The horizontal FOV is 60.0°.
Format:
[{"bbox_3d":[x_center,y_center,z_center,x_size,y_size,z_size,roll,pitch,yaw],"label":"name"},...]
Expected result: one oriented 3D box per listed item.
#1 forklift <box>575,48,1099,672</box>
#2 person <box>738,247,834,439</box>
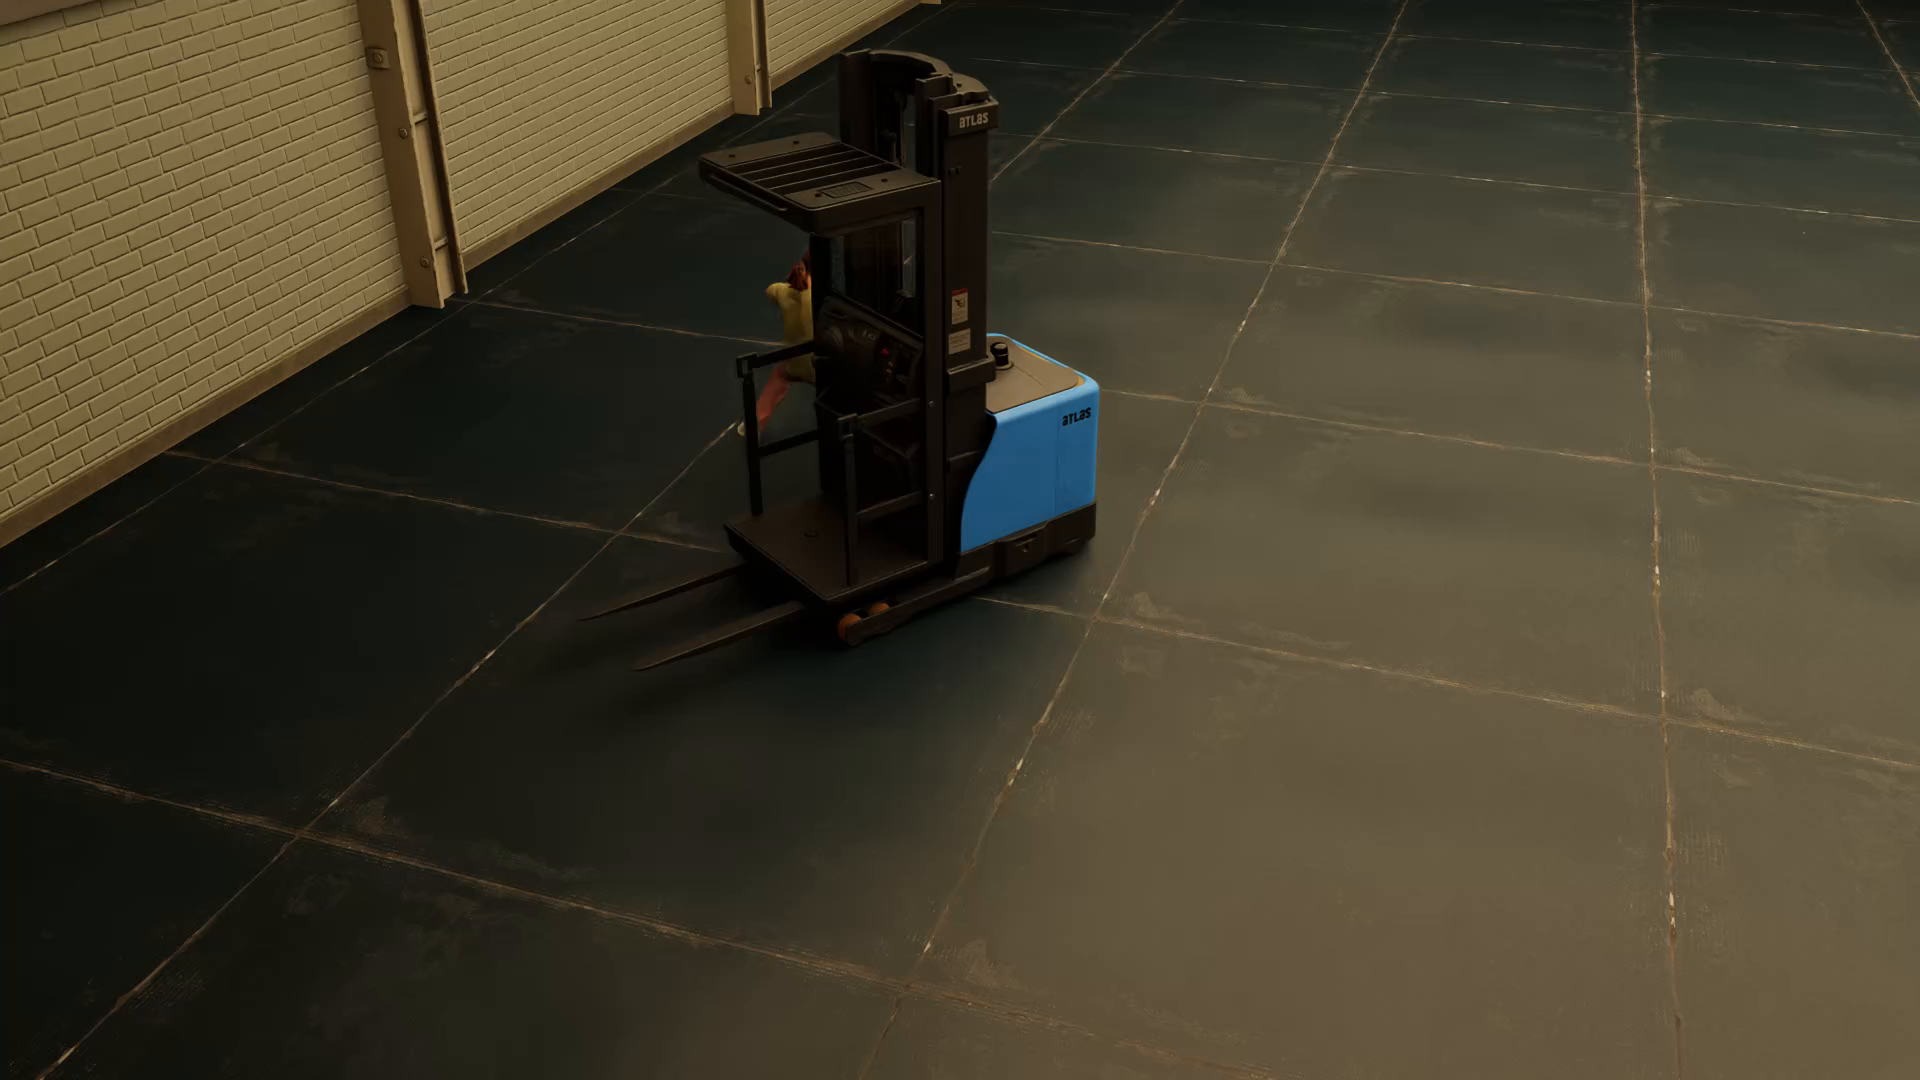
[{"bbox_3d":[-0.665,-0.996,8.883,3.031,2.935,1.130,-21,36,-32],"label":"forklift"},{"bbox_3d":[-0.894,-1.235,10.802,1.222,1.474,0.679,20,35,31],"label":"person"}]
